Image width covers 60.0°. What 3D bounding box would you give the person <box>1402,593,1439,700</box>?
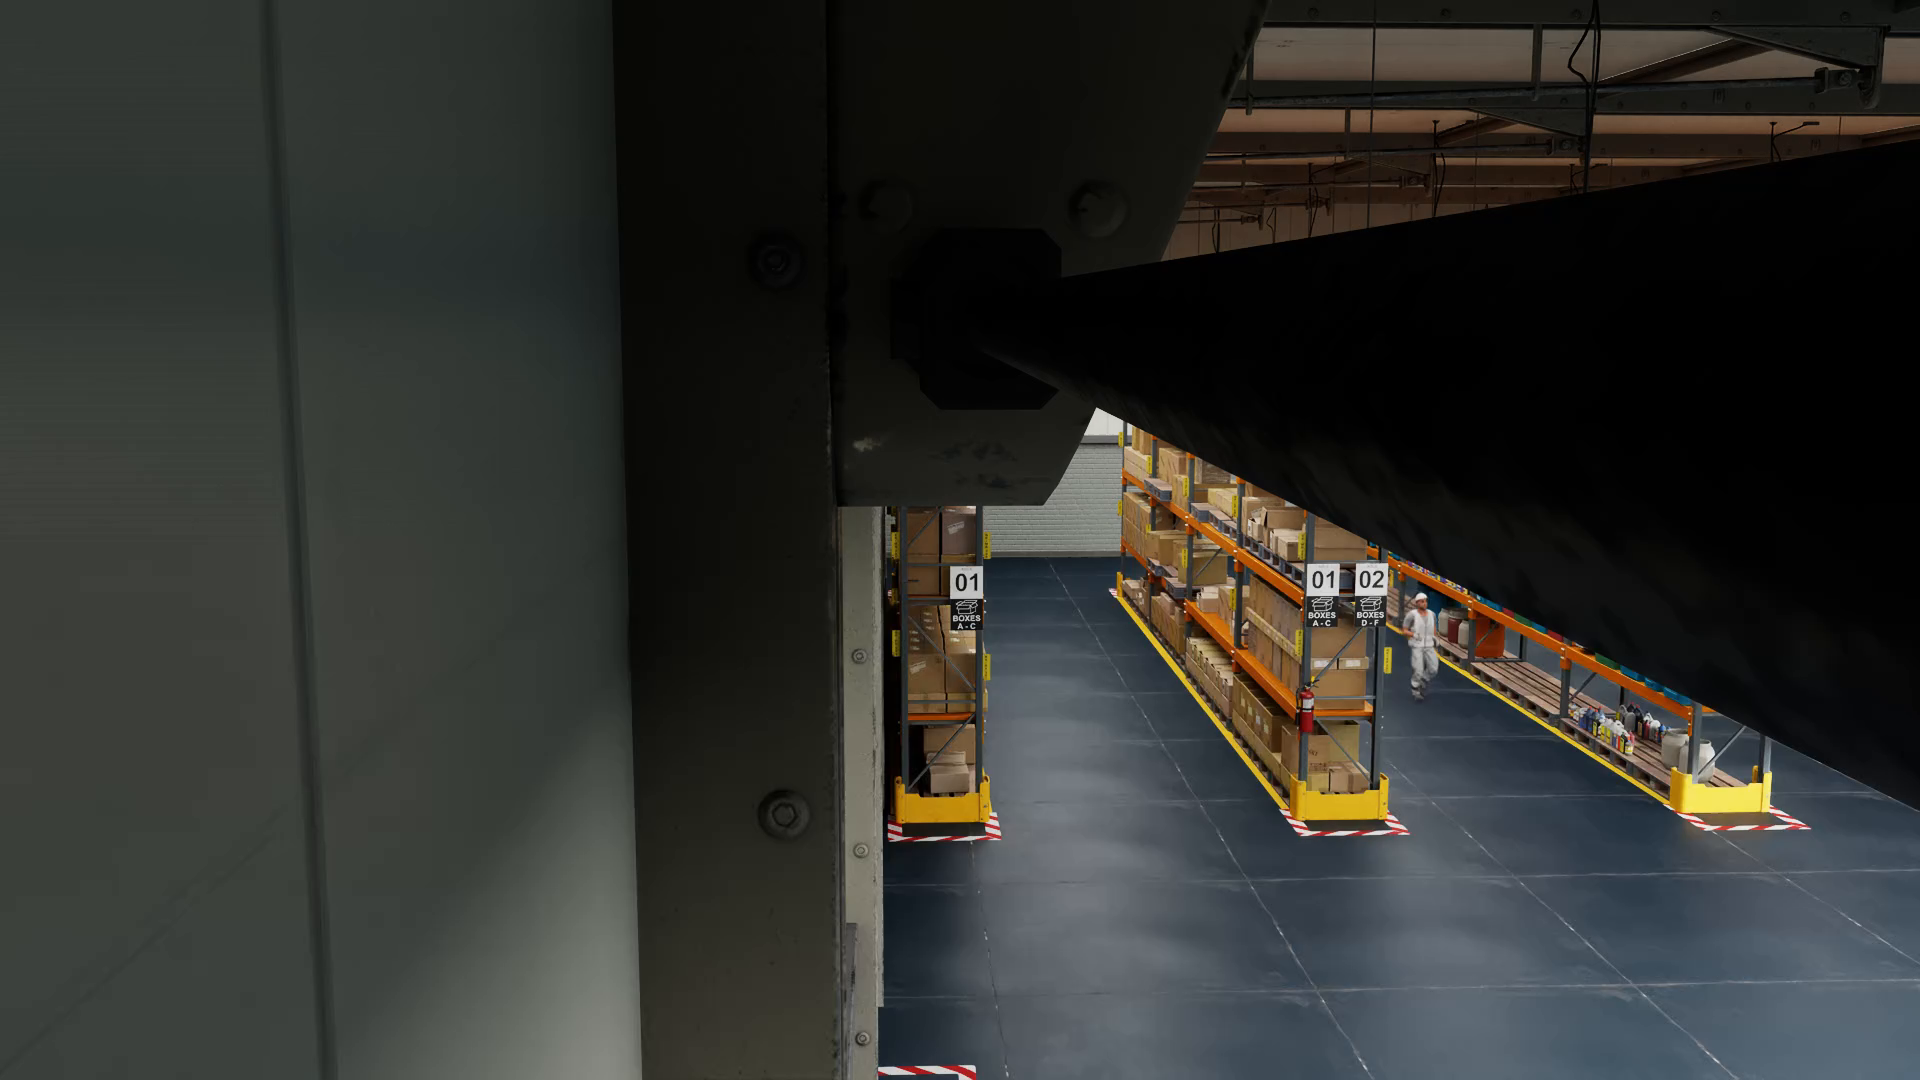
[{"bbox_3d":[7.427,1.722,26.621,0.643,1.741,0.581,-1,8,-9],"label":"person"}]
